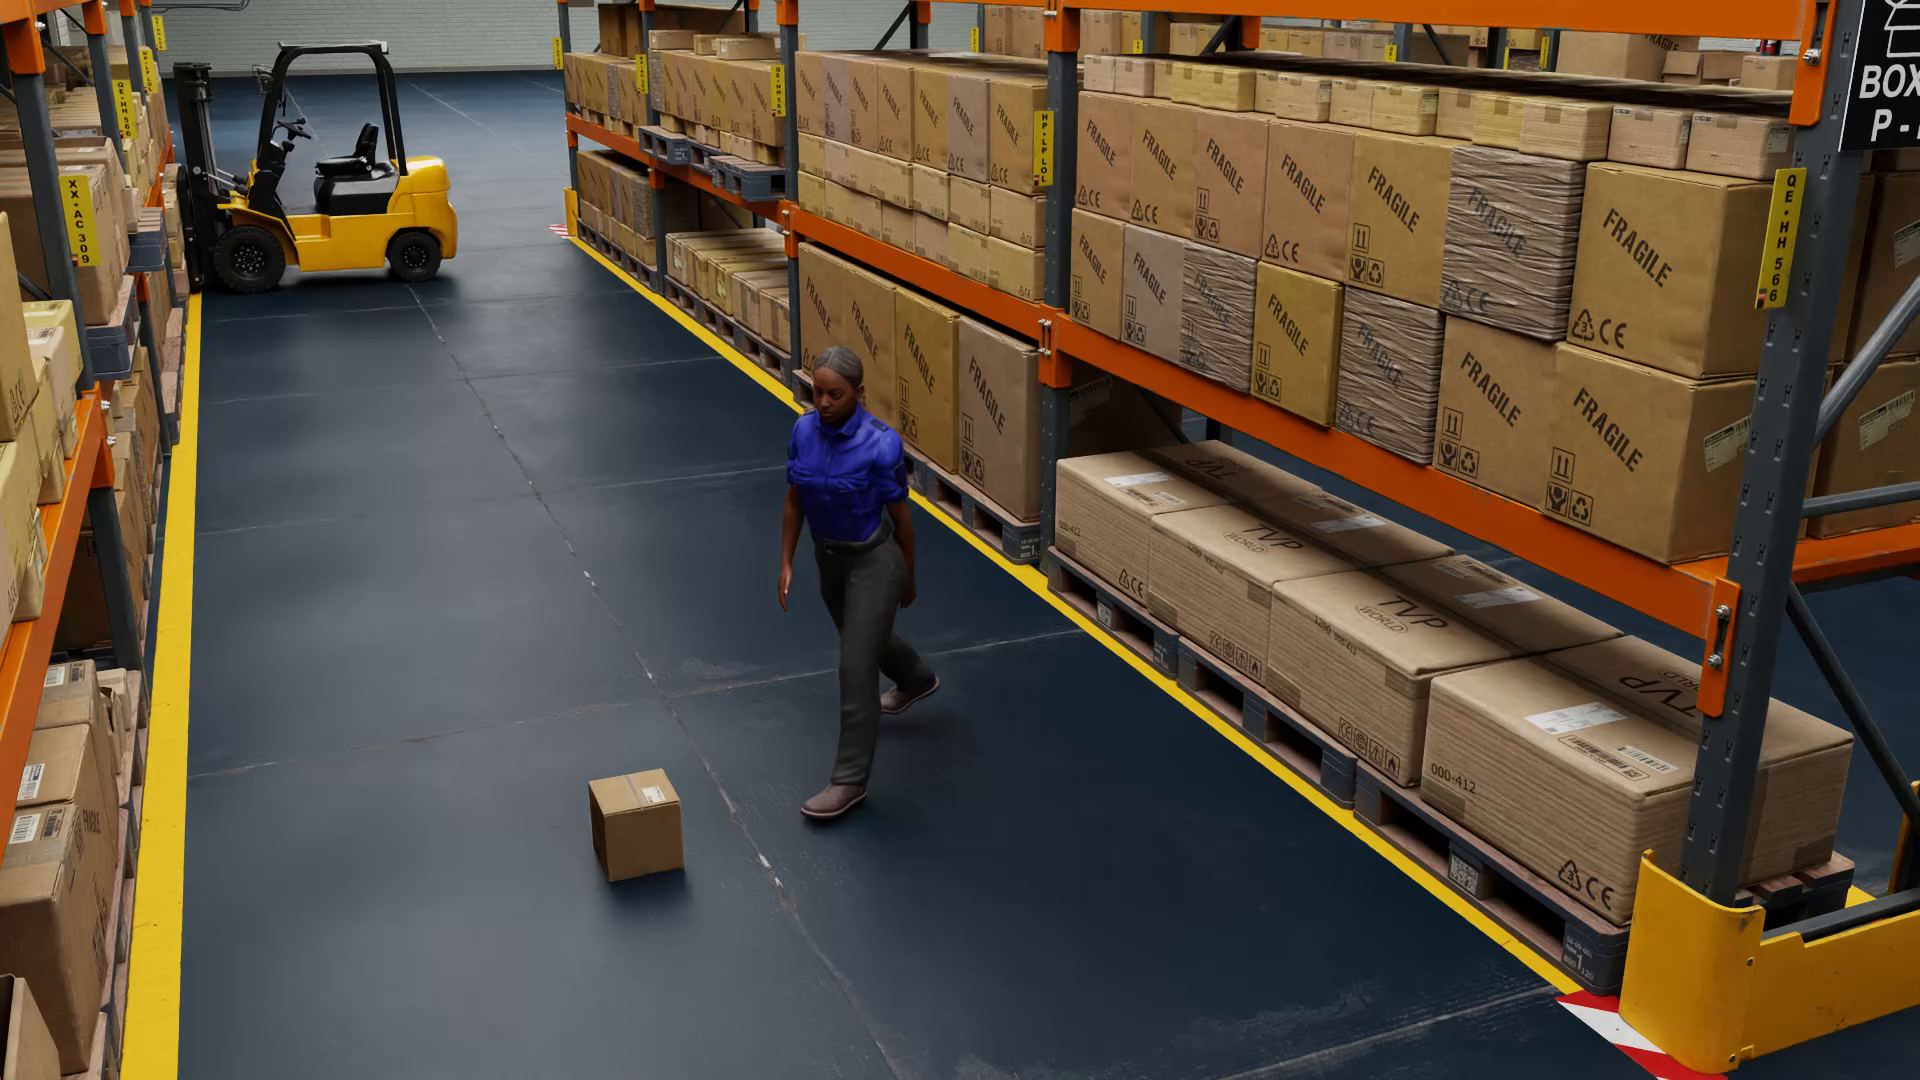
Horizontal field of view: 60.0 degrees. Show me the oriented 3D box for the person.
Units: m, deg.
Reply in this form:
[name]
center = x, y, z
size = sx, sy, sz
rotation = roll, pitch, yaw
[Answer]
[person]
center = -0.341, 0.065, 5.900
size = 0.476, 1.607, 0.964
rotation = 15, 24, 37
